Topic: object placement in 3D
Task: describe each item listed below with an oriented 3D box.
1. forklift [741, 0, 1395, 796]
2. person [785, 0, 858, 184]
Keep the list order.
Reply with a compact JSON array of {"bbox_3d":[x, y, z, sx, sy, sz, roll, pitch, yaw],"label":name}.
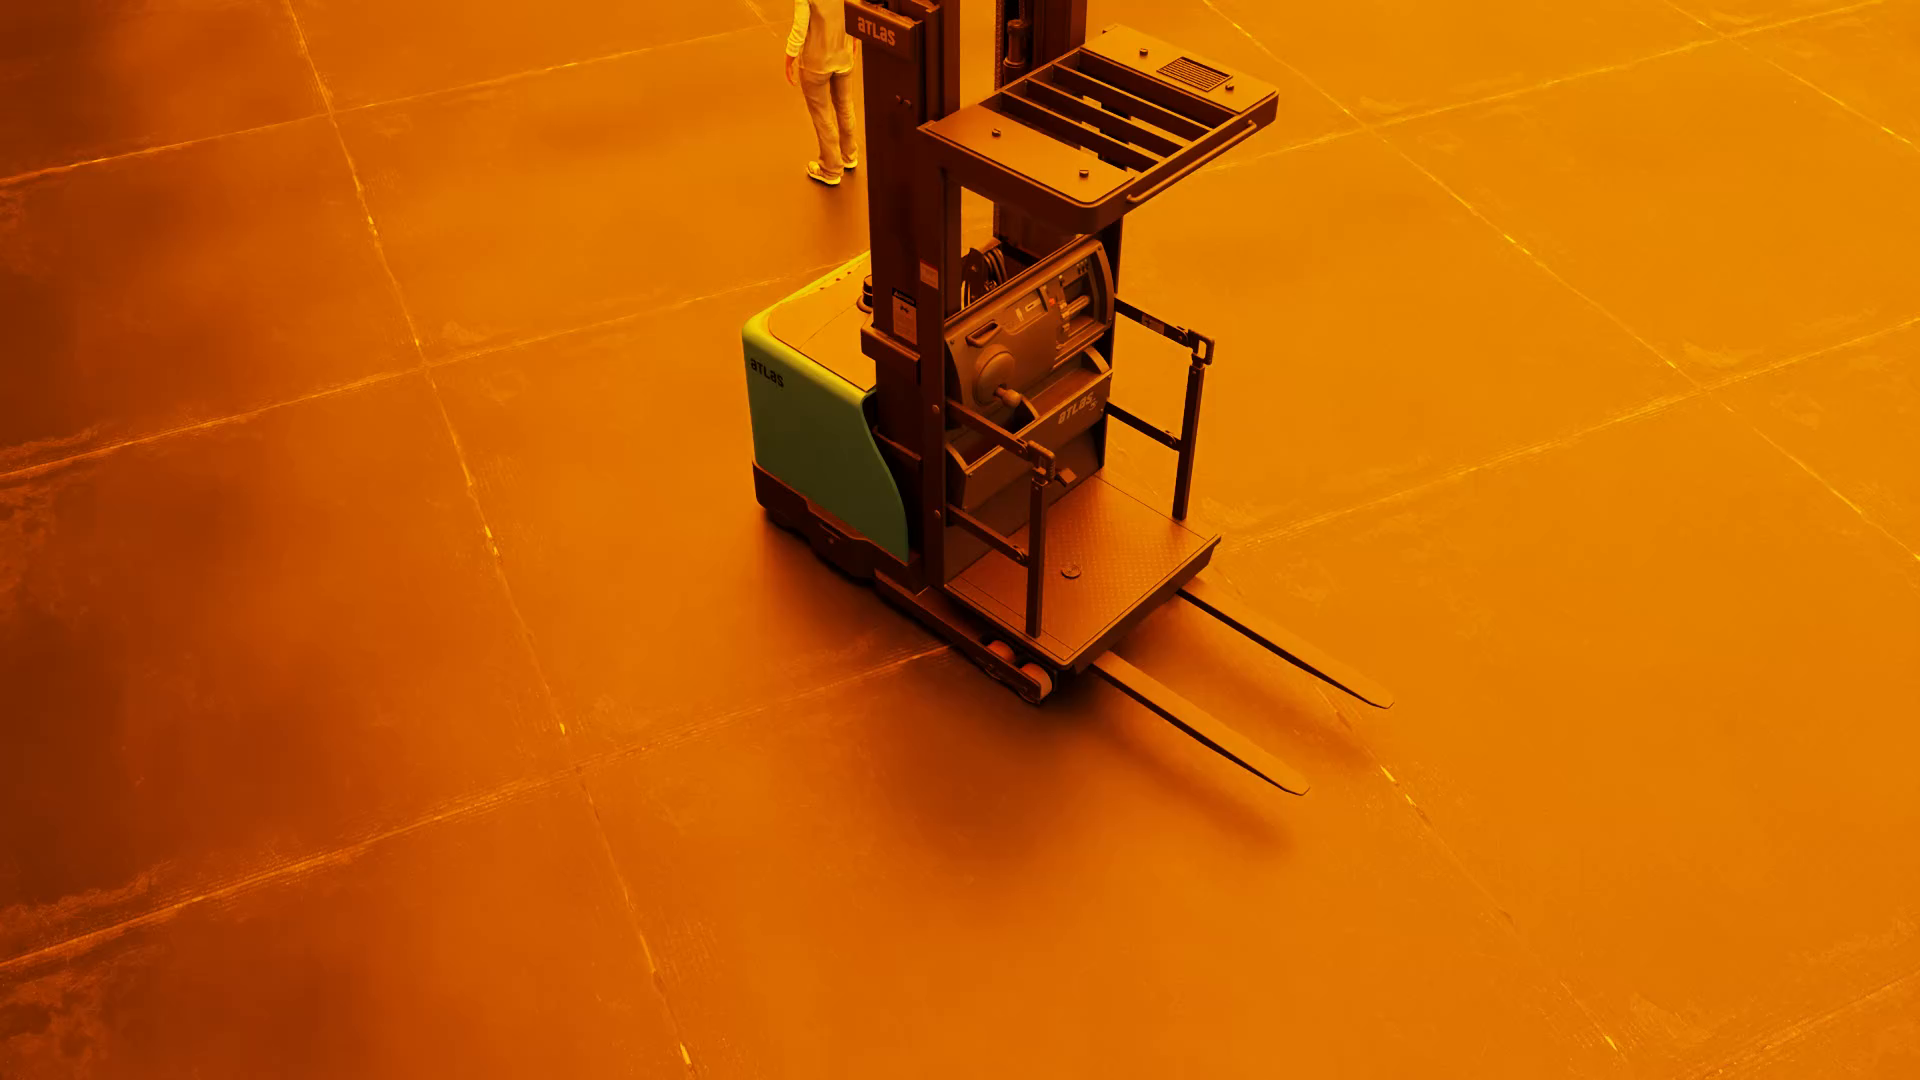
[{"bbox_3d":[0.445,-0.788,6.525,3.031,2.935,1.130,32,52,30],"label":"forklift"},{"bbox_3d":[-0.813,-2.817,9.665,0.519,1.599,0.473,-26,49,-25],"label":"person"}]
